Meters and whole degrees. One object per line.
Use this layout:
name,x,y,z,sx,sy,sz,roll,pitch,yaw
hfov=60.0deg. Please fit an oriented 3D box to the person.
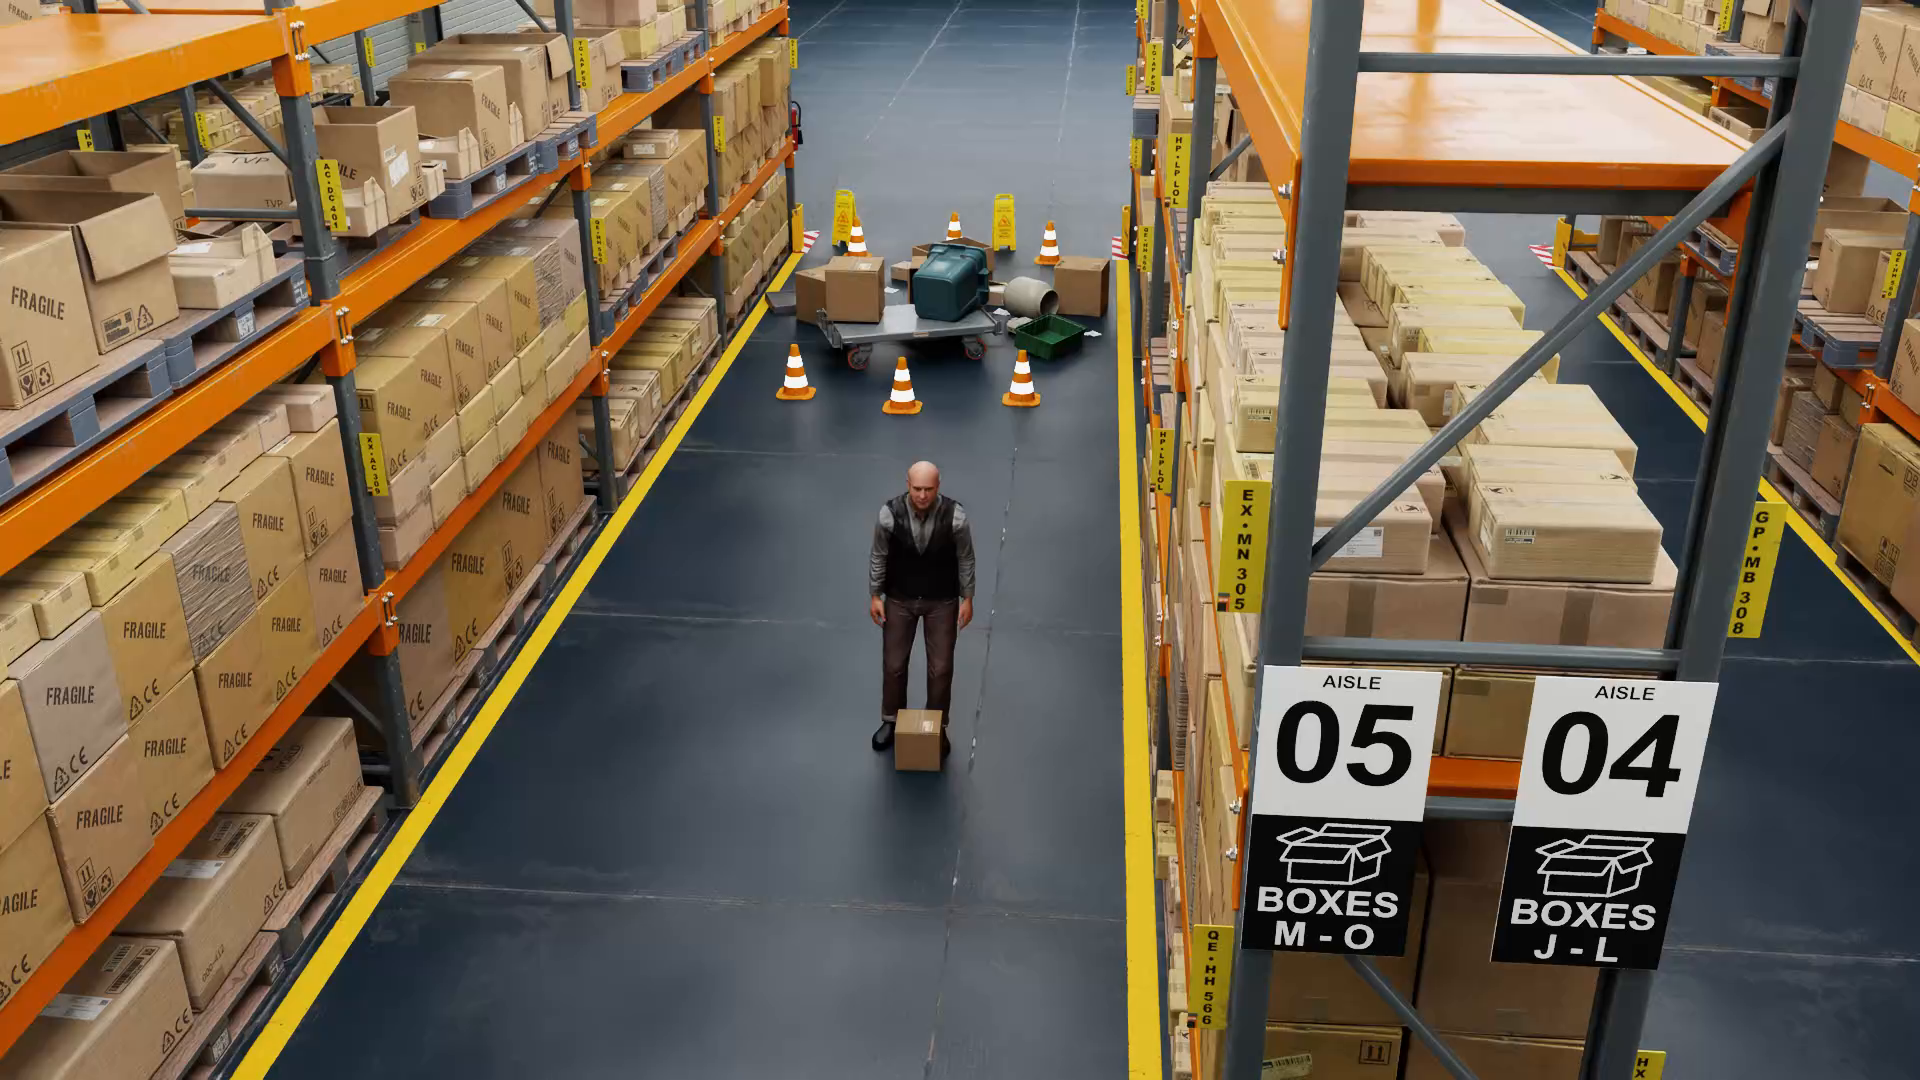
person,-0.210,0.350,9.265,0.590,1.722,0.464,1,24,2
